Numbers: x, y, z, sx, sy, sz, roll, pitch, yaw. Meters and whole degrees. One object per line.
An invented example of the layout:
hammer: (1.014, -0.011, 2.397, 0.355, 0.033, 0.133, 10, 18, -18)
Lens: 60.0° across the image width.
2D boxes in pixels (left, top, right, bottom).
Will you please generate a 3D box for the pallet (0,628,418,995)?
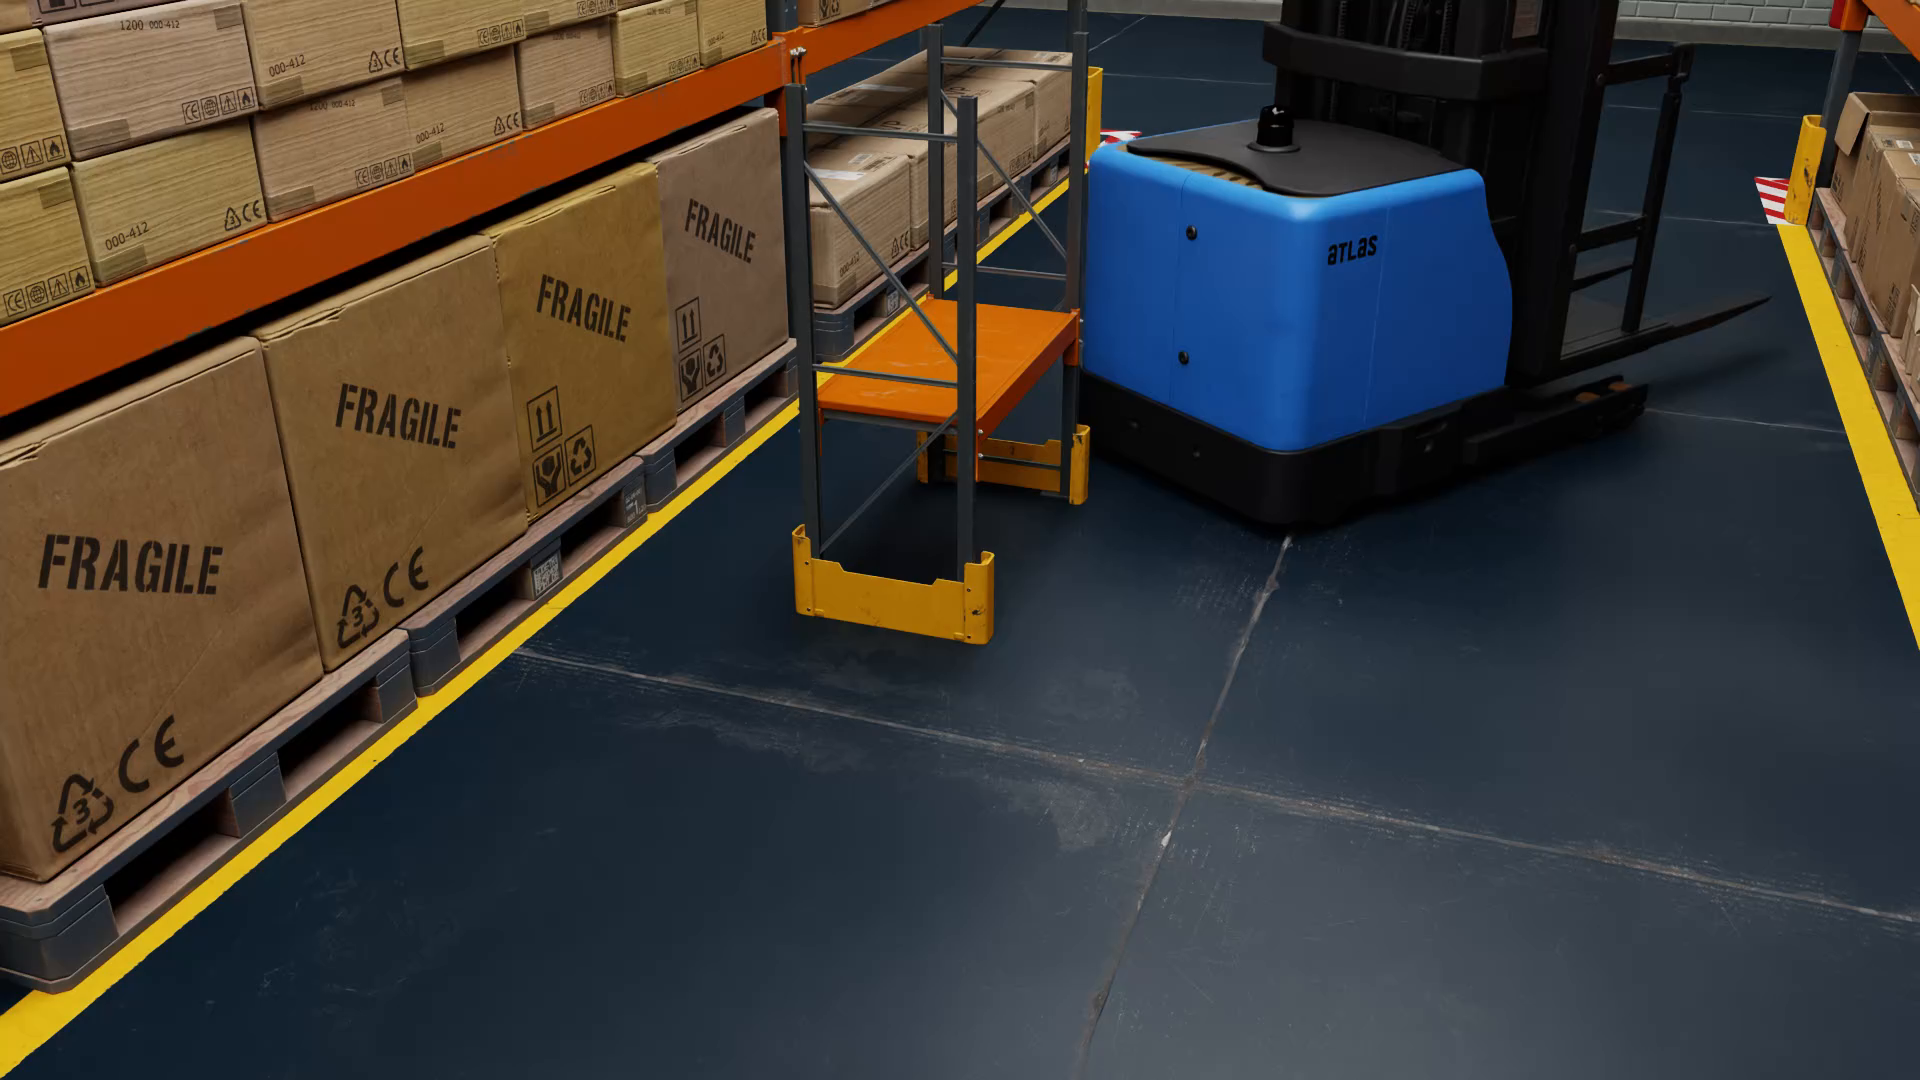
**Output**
pallet: (-2.079, 0.507, 3.962, 1.003, 0.211, 1.213, 9, 27, 17)

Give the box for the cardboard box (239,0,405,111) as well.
cardboard box: (-1.661, -1.181, 3.845, 0.500, 0.250, 0.500, 9, 27, 17)

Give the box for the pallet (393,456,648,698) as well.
pallet: (-1.672, 0.007, 4.994, 1.003, 0.211, 1.213, 9, 27, 17)

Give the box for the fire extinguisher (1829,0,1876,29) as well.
fire extinguisher: (4.545, -2.930, 8.375, 0.296, 0.674, 0.183, 9, 27, 17)

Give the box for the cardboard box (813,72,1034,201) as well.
cardboard box: (-0.172, -2.096, 8.595, 0.875, 0.438, 0.875, 9, 27, 19)

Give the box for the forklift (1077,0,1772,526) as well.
forklift: (1.905, -1.855, 5.717, 3.031, 2.935, 1.130, -17, 31, -32)

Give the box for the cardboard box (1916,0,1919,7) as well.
cardboard box: (4.019, -2.163, 6.564, 0.380, 0.149, 0.250, 9, 27, 19)

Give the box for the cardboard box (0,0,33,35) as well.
cardboard box: (-2.018, -1.098, 2.813, 0.500, 0.500, 0.500, 8, 27, 16)

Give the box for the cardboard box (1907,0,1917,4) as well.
cardboard box: (4.088, -2.274, 6.793, 0.380, 0.149, 0.250, 8, 27, 16)

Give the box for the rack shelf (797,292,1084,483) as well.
rack shelf: (-0.028, -0.478, 4.929, 0.538, 0.185, 1.000, 9, 27, 17)

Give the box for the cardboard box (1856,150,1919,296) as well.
cardboard box: (4.047, -1.283, 6.844, 0.500, 0.500, 0.500, 9, 27, 18)

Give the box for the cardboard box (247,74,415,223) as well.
cardboard box: (-1.678, -0.961, 3.965, 0.500, 0.250, 0.500, 10, 27, 19)

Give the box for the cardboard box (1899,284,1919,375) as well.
cardboard box: (3.628, -0.738, 5.987, 0.396, 0.266, 0.258, 10, 27, 19)

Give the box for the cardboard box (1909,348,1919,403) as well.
cardboard box: (3.509, -0.538, 5.709, 0.380, 0.149, 0.250, 8, 27, 16)

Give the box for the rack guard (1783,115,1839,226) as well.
rack guard: (4.906, -1.849, 8.494, 1.175, 0.500, 0.348, 9, 27, 17)

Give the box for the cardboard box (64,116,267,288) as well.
cardboard box: (-1.858, -0.746, 3.521, 0.500, 0.250, 0.500, 8, 27, 16)

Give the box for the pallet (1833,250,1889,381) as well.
pallet: (4.234, -0.891, 6.848, 1.003, 0.211, 1.213, 9, 27, 17)

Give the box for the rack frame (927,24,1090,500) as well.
rack frame: (0.141, -0.849, 5.282, 0.500, 1.500, 0.032, 9, 27, 17)

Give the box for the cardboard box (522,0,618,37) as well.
cardboard box: (-1.325, -1.600, 4.711, 0.500, 0.250, 0.500, 9, 27, 19)

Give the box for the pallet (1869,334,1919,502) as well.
pallet: (3.830, -0.388, 5.809, 1.003, 0.211, 1.213, 9, 27, 17)

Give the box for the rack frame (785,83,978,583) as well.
rack frame: (-0.198, -0.431, 4.419, 0.500, 1.500, 0.032, 9, 27, 17)

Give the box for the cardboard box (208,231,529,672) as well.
cardboard box: (-1.804, -0.306, 4.396, 0.875, 0.875, 0.875, 9, 27, 18)

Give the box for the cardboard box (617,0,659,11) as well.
cardboard box: (-1.158, -1.814, 5.153, 0.500, 0.250, 0.500, 9, 27, 19)

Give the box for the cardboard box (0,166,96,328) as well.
cardboard box: (-2.013, -0.533, 3.080, 0.500, 0.250, 0.500, 8, 27, 17)

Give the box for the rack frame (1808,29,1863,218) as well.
rack frame: (4.932, -3.005, 8.014, 1.000, 3.000, 0.127, 9, 27, 17)

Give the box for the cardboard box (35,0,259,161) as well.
cardboard box: (-1.838, -0.978, 3.426, 0.500, 0.250, 0.500, 9, 27, 19)

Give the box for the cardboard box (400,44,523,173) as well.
cardboard box: (-1.517, -1.164, 4.385, 0.500, 0.250, 0.500, 9, 27, 17)

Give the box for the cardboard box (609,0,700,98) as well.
cardboard box: (-1.164, -1.582, 5.247, 0.500, 0.250, 0.500, 8, 27, 17)

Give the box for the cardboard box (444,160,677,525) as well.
cardboard box: (-1.506, -0.673, 5.155, 0.875, 0.875, 0.875, 10, 27, 19)

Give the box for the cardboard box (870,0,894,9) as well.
cardboard box: (-0.507, -2.485, 6.826, 0.500, 0.500, 0.500, 9, 27, 18)

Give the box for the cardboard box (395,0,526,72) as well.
cardboard box: (-1.479, -1.387, 4.271, 0.500, 0.250, 0.500, 9, 27, 18)

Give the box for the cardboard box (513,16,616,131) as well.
cardboard box: (-1.350, -1.377, 4.824, 0.500, 0.250, 0.500, 8, 27, 16)

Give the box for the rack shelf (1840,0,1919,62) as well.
rack shelf: (4.266, -1.859, 6.473, 1.077, 0.370, 4.000, 9, 27, 17)

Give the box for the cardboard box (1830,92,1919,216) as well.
cardboard box: (4.639, -1.833, 7.976, 0.797, 0.503, 0.637, 8, 27, 15)

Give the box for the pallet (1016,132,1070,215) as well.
pallet: (0.057, -2.128, 9.403, 1.003, 0.211, 1.213, 9, 27, 17)

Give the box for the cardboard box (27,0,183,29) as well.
cardboard box: (-1.862, -1.303, 3.237, 0.500, 0.500, 0.500, 9, 27, 18)

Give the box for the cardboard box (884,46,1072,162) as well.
cardboard box: (0.124, -2.473, 9.374, 0.875, 0.438, 0.875, 8, 27, 16)

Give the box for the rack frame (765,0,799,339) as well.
rack frame: (-1.082, -2.079, 6.102, 1.000, 3.000, 0.127, 9, 27, 17)

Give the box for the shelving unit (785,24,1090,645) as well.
shelving unit: (-0.025, -0.644, 4.858, 0.587, 1.500, 1.083, 9, 27, 17)

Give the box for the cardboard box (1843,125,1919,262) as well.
cardboard box: (4.317, -1.485, 7.263, 0.700, 0.500, 0.500, 10, 28, 20)

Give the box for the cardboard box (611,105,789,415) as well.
cardboard box: (-1.212, -1.046, 5.924, 0.875, 0.875, 0.875, 10, 27, 19)

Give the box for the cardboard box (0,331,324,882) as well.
cardboard box: (-2.104, 0.060, 3.640, 0.875, 0.875, 0.875, 8, 27, 17)

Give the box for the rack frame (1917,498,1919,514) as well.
rack frame: (3.600, -1.361, 4.619, 1.000, 3.000, 0.127, 9, 27, 17)

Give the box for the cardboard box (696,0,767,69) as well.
cardboard box: (-0.993, -1.791, 5.679, 0.500, 0.250, 0.500, 8, 27, 16)

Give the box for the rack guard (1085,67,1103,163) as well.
rack guard: (0.258, -2.608, 10.063, 1.175, 0.500, 0.348, 9, 27, 17)

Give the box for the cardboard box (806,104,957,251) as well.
cardboard box: (-0.474, -1.726, 7.830, 0.875, 0.438, 0.875, 8, 27, 16)

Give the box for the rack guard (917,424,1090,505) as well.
rack guard: (0.140, -0.286, 5.554, 0.587, 0.250, 0.087, 9, 27, 17)

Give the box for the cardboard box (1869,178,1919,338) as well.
cardboard box: (3.972, -1.059, 6.381, 0.700, 0.500, 0.500, 8, 27, 15)

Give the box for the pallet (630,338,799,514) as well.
pallet: (-1.267, -0.496, 6.033, 1.003, 0.211, 1.213, 9, 27, 17)

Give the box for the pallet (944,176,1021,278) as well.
pallet: (-0.350, -1.628, 8.371, 1.003, 0.211, 1.213, 9, 27, 17)

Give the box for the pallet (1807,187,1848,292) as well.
pallet: (4.642, -1.391, 7.880, 1.003, 0.211, 1.213, 9, 27, 17)

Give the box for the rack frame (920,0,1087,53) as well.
rack frame: (0.250, -3.723, 9.497, 1.000, 3.000, 0.127, 9, 27, 17)

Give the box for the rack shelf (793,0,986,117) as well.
rack shelf: (-0.416, -2.577, 7.957, 1.077, 0.370, 4.000, 9, 27, 17)

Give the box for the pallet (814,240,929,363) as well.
pallet: (-0.755, -1.125, 7.332, 1.003, 0.211, 1.213, 9, 27, 17)

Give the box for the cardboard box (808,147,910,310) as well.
cardboard box: (-0.771, -1.358, 7.070, 0.875, 0.438, 0.875, 8, 27, 17)

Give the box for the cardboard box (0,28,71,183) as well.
cardboard box: (-2.011, -0.765, 2.987, 0.500, 0.250, 0.500, 9, 27, 17)

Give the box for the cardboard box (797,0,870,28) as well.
cardboard box: (-0.678, -2.279, 6.401, 0.500, 0.500, 0.500, 10, 27, 19)

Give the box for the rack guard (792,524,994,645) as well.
rack guard: (-0.191, 0.123, 4.708, 0.587, 0.250, 0.087, 9, 27, 17)

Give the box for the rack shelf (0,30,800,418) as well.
rack shelf: (-1.747, -0.934, 4.562, 1.077, 0.370, 4.000, 9, 27, 17)
